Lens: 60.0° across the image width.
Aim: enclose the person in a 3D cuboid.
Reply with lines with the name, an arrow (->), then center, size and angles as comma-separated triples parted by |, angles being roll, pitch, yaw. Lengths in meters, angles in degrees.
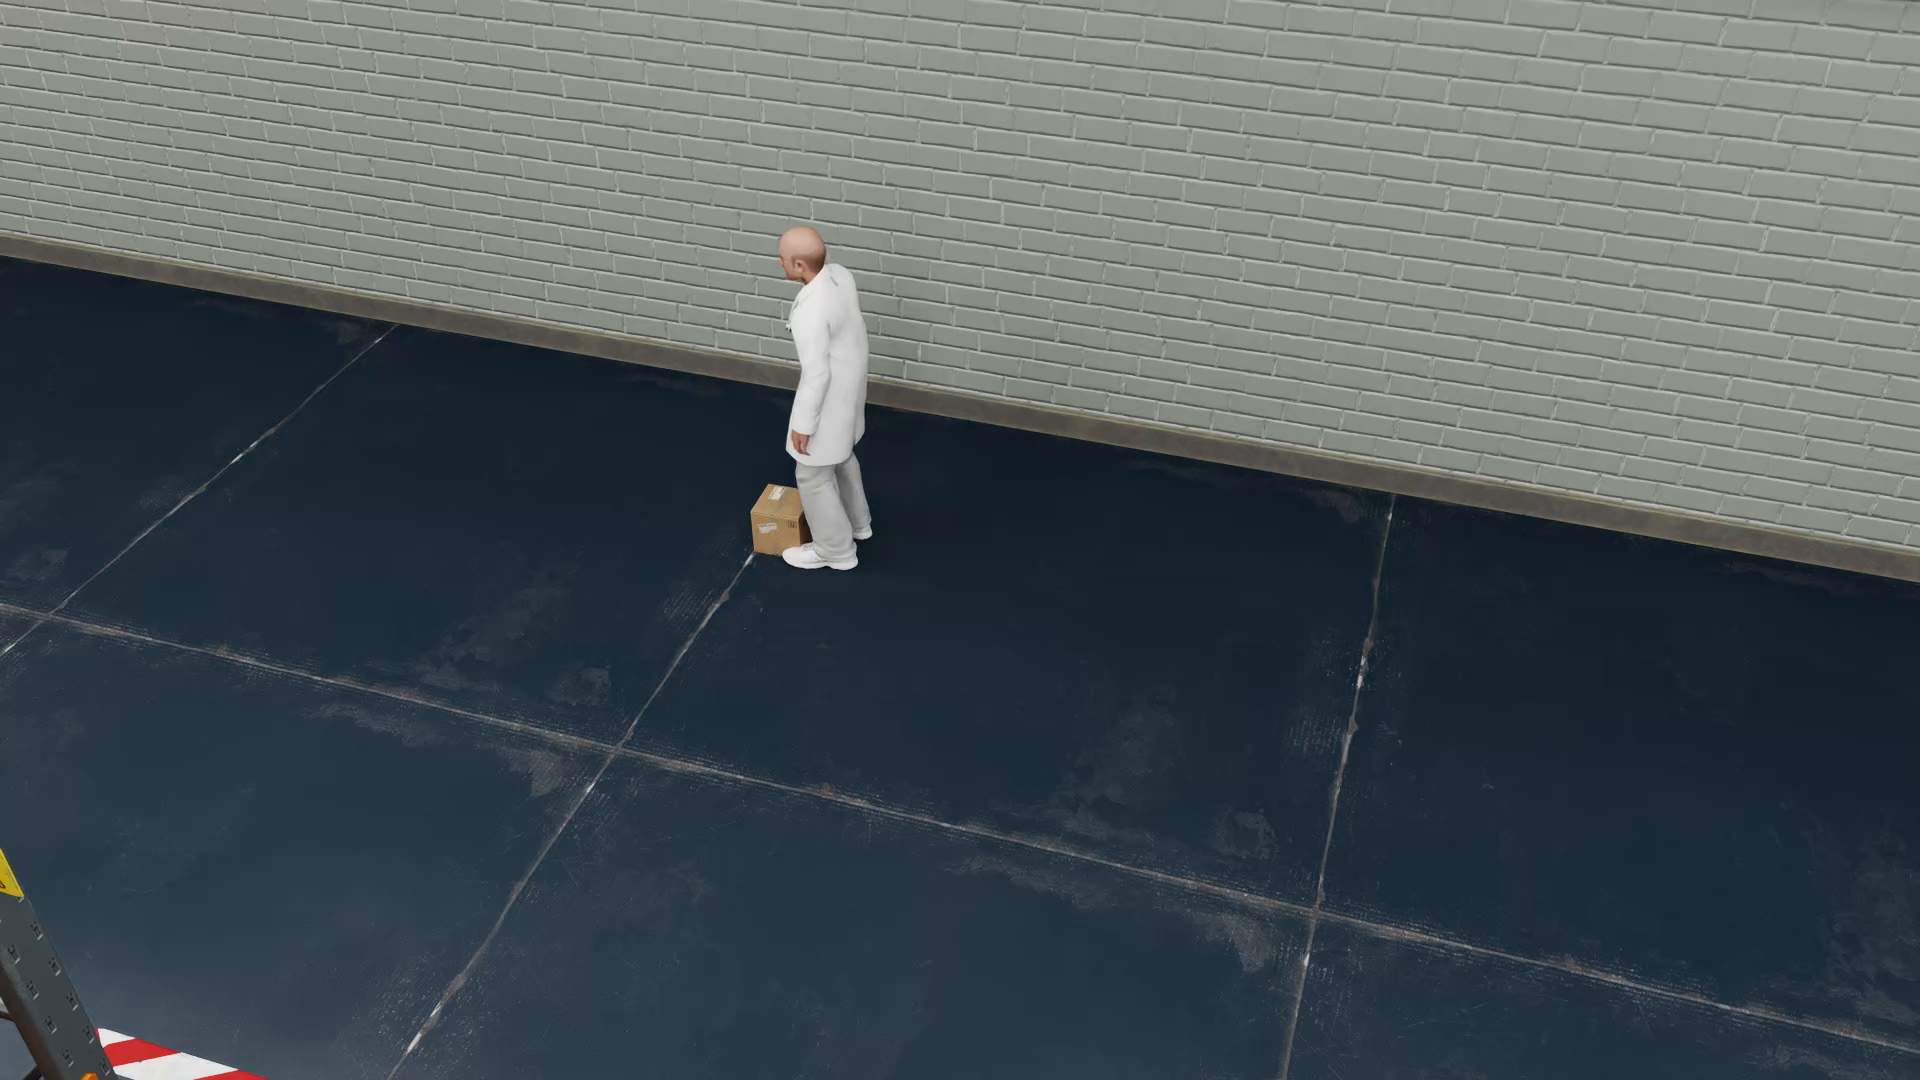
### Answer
person -> -0.641, -0.654, 7.788 | 0.424, 1.774, 0.653 | 9, 37, 11
